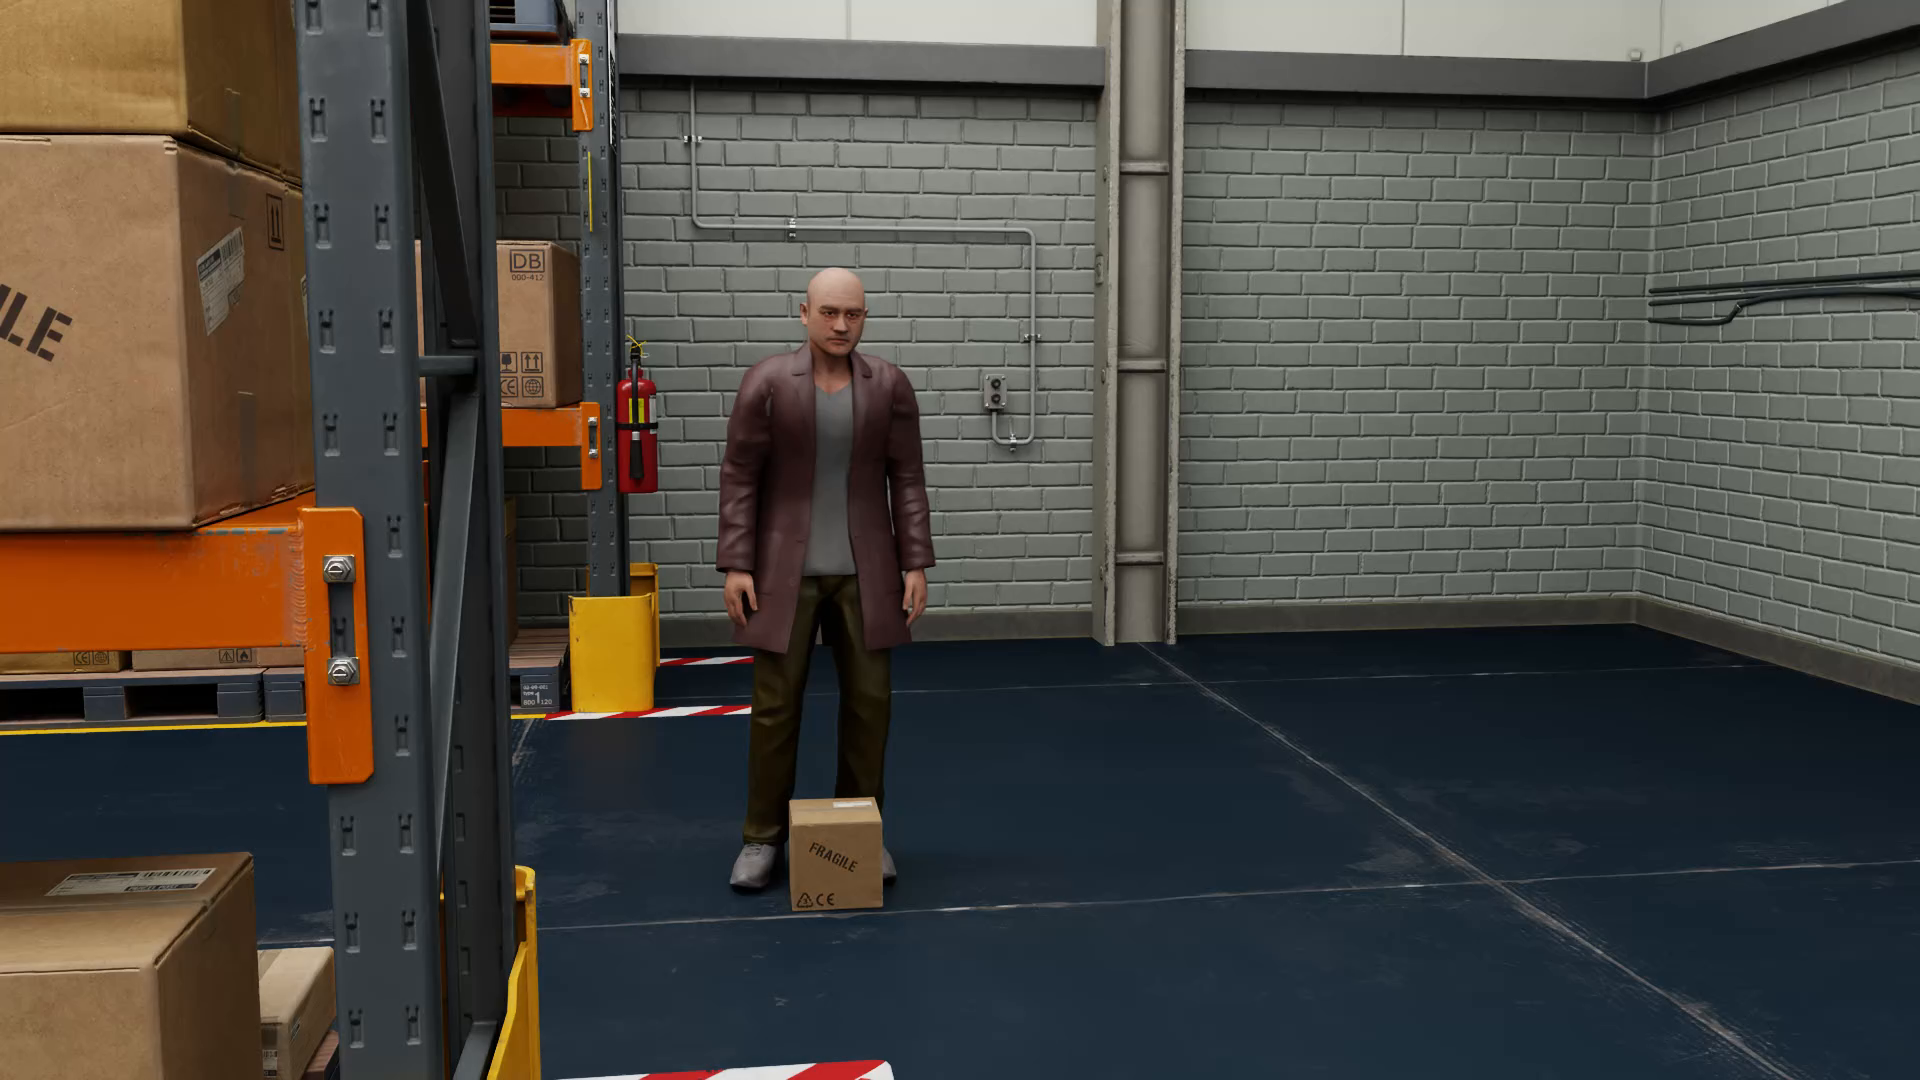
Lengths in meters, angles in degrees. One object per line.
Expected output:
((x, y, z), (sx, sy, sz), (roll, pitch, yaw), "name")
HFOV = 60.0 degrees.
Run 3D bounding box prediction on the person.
((-0.388, 0.102, 4.865), (0.649, 1.772, 0.429), (-1, 6, -12), "person")
